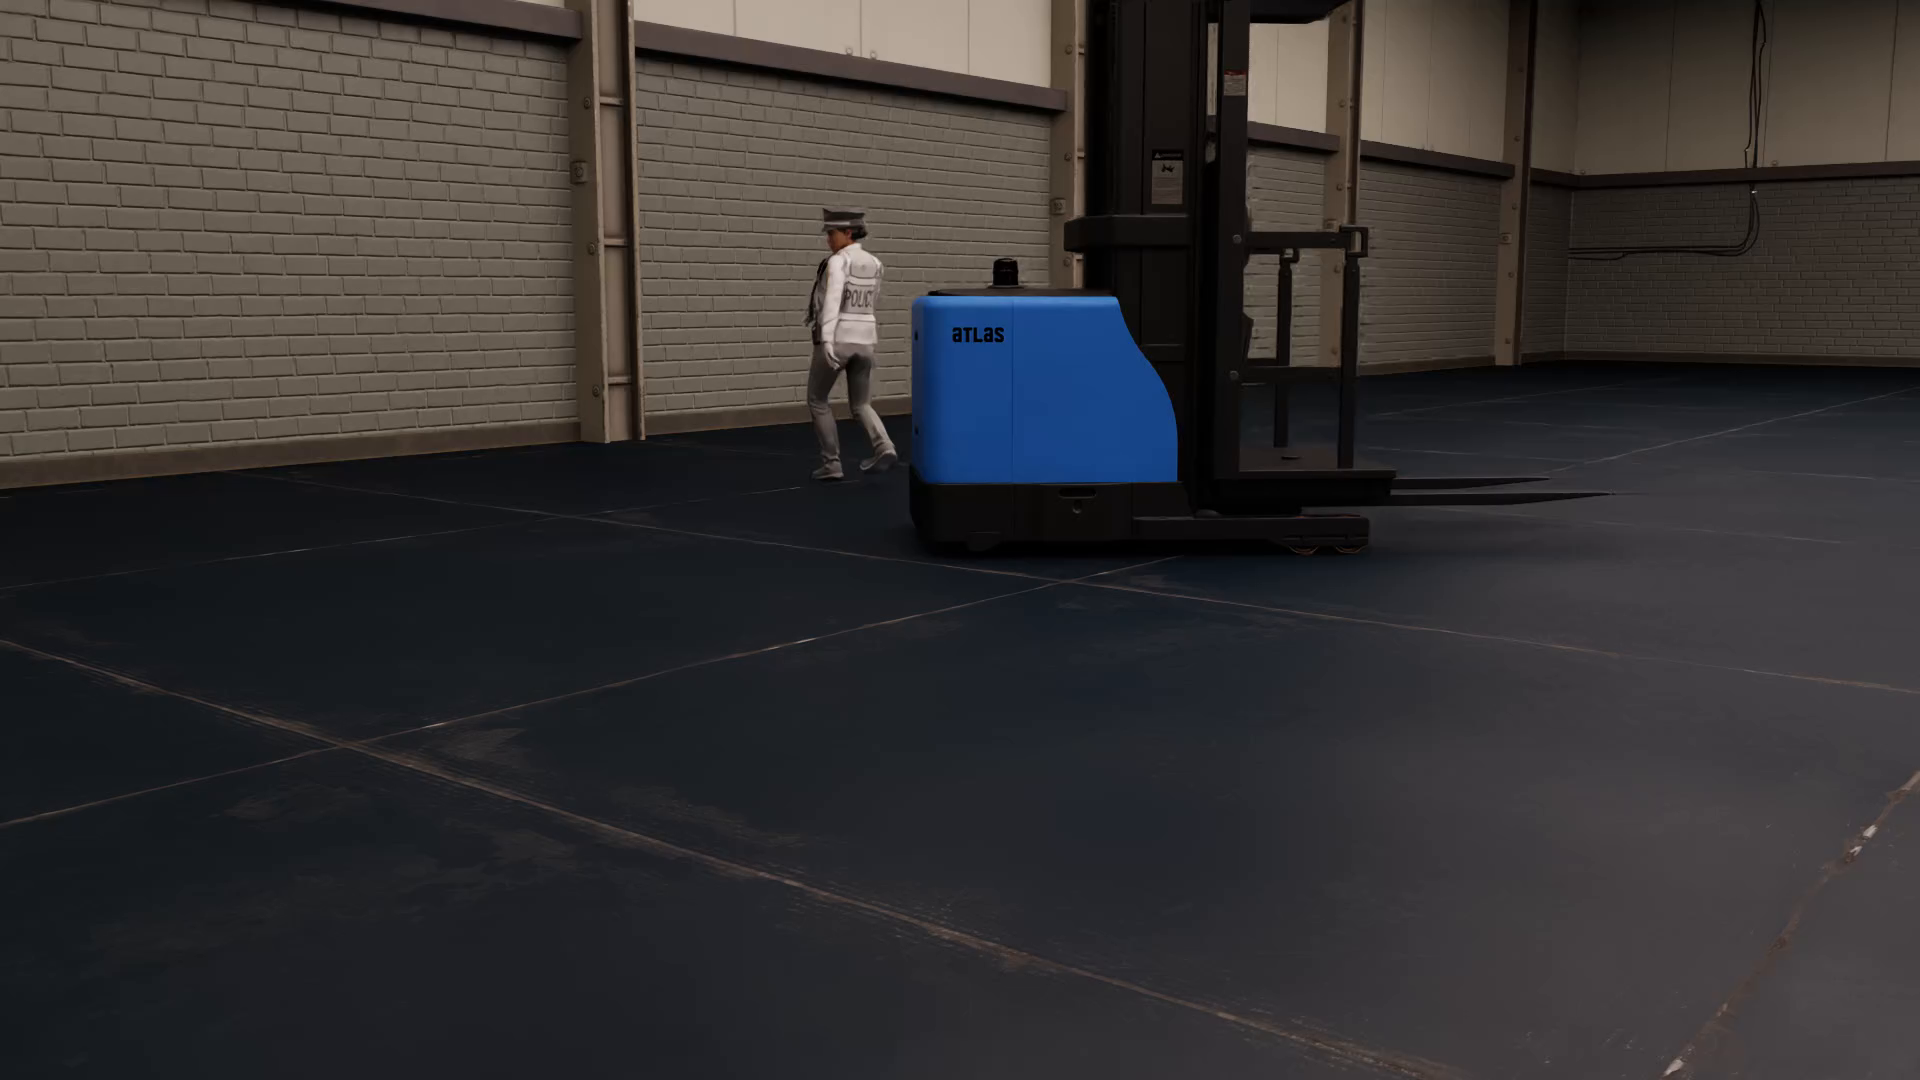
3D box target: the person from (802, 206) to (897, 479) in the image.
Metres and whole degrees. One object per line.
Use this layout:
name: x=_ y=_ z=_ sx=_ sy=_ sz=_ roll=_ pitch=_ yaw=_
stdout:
person: x=-0.675 y=-1.121 z=9.641 sx=0.552 sy=1.597 sz=0.710 roll=-5 pitch=10 yaw=-32

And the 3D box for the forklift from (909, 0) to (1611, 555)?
forklift: x=1.311 y=-1.463 z=7.282 sx=3.031 sy=2.935 sz=1.130 roll=-1 pitch=8 yaw=-5
